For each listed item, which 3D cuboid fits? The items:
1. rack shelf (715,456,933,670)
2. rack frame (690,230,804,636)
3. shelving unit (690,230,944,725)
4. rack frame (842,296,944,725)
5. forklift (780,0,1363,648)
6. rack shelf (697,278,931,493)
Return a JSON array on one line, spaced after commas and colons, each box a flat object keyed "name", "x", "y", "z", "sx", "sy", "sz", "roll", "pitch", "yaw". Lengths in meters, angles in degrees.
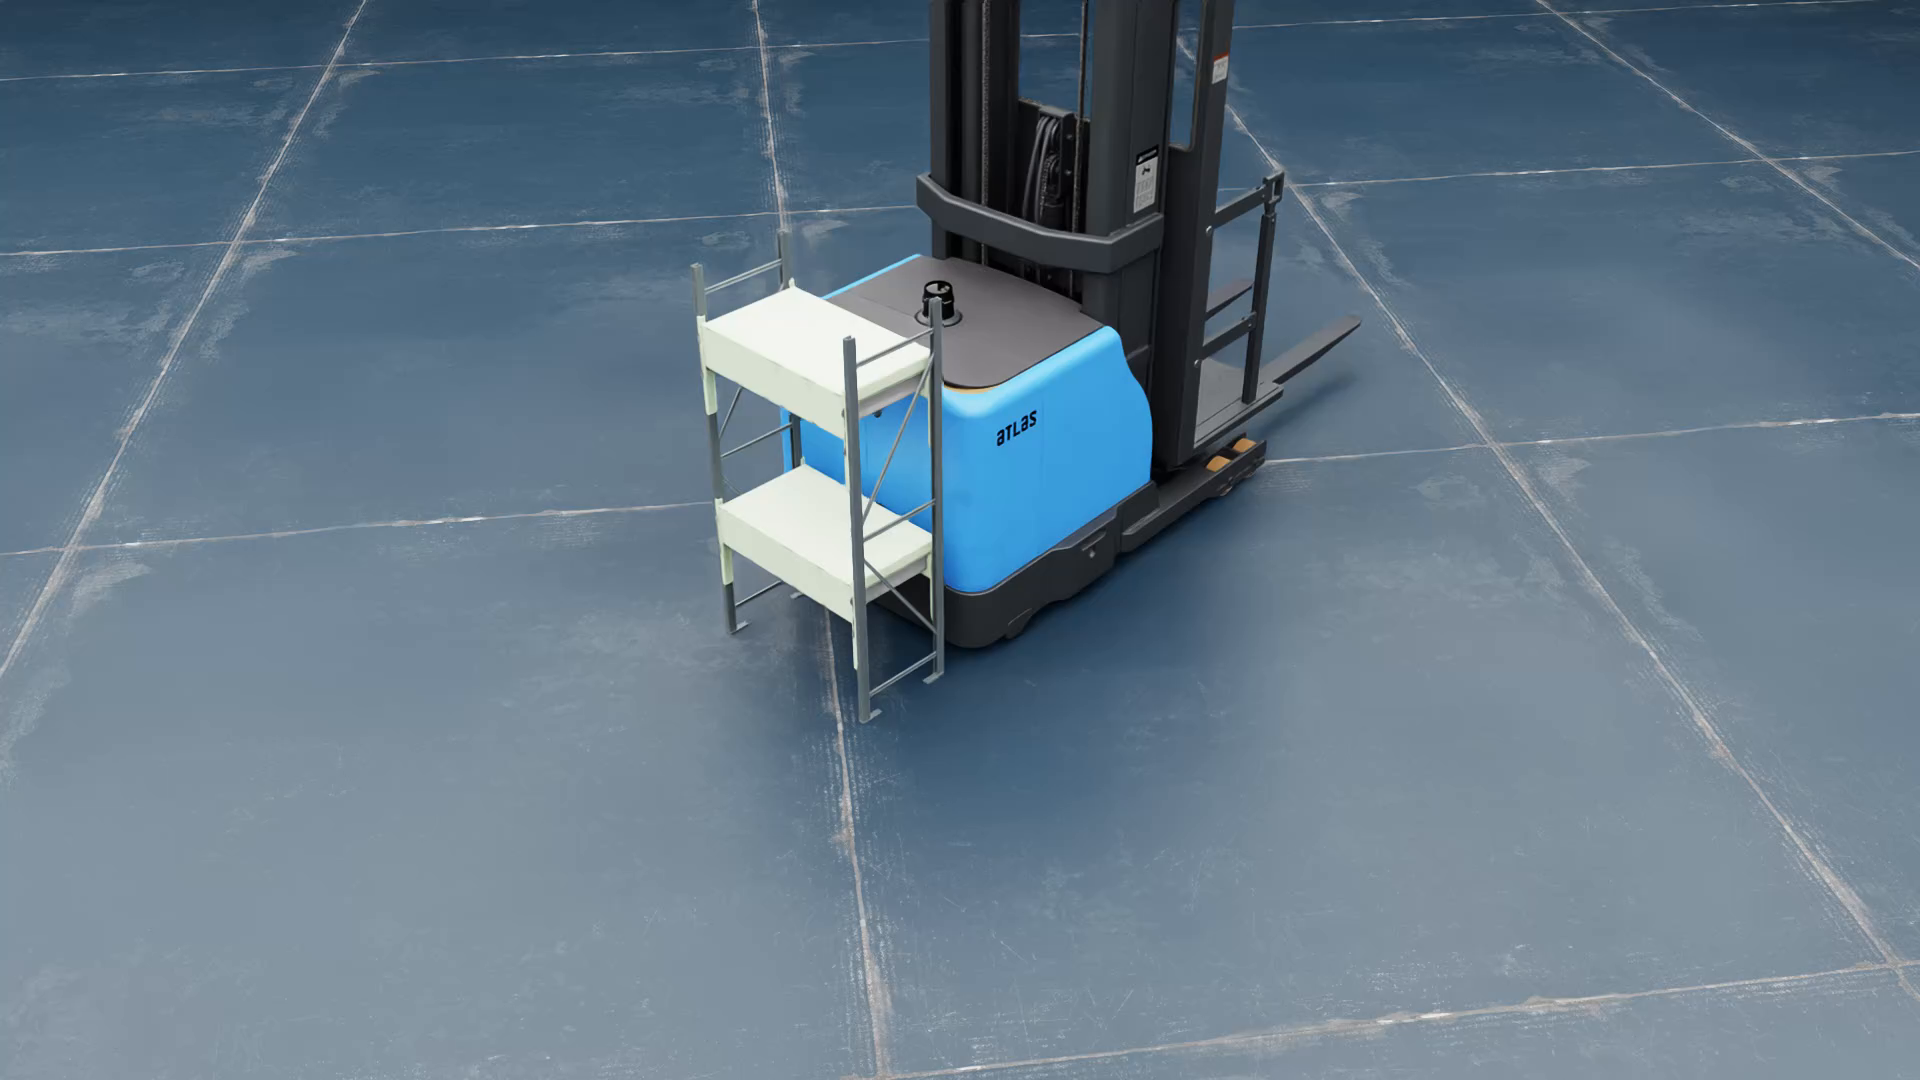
[{"name": "rack shelf", "x": -0.466, "y": 0.067, "z": 5.899, "sx": 0.720, "sy": 0.370, "sz": 0.431, "roll": 29, "pitch": 44, "yaw": 35}, {"name": "rack frame", "x": -0.728, "y": -0.347, "z": 5.927, "sx": 0.023, "sy": 1.500, "sz": 0.400, "roll": 29, "pitch": 44, "yaw": 35}, {"name": "shelving unit", "x": -0.466, "y": -0.203, "z": 5.716, "sx": 0.755, "sy": 1.500, "sz": 0.431, "roll": 29, "pitch": 44, "yaw": 35}, {"name": "rack frame", "x": -0.205, "y": -0.059, "z": 5.504, "sx": 0.023, "sy": 1.500, "sz": 0.400, "roll": 29, "pitch": 44, "yaw": 35}, {"name": "forklift", "x": 0.663, "y": -1.567, "z": 6.447, "sx": 1.130, "sy": 2.935, "sz": 3.031, "roll": 26, "pitch": 42, "yaw": 33}, {"name": "rack shelf", "x": -0.466, "y": -0.525, "z": 5.496, "sx": 0.720, "sy": 0.370, "sz": 0.431, "roll": 29, "pitch": 44, "yaw": 35}]
